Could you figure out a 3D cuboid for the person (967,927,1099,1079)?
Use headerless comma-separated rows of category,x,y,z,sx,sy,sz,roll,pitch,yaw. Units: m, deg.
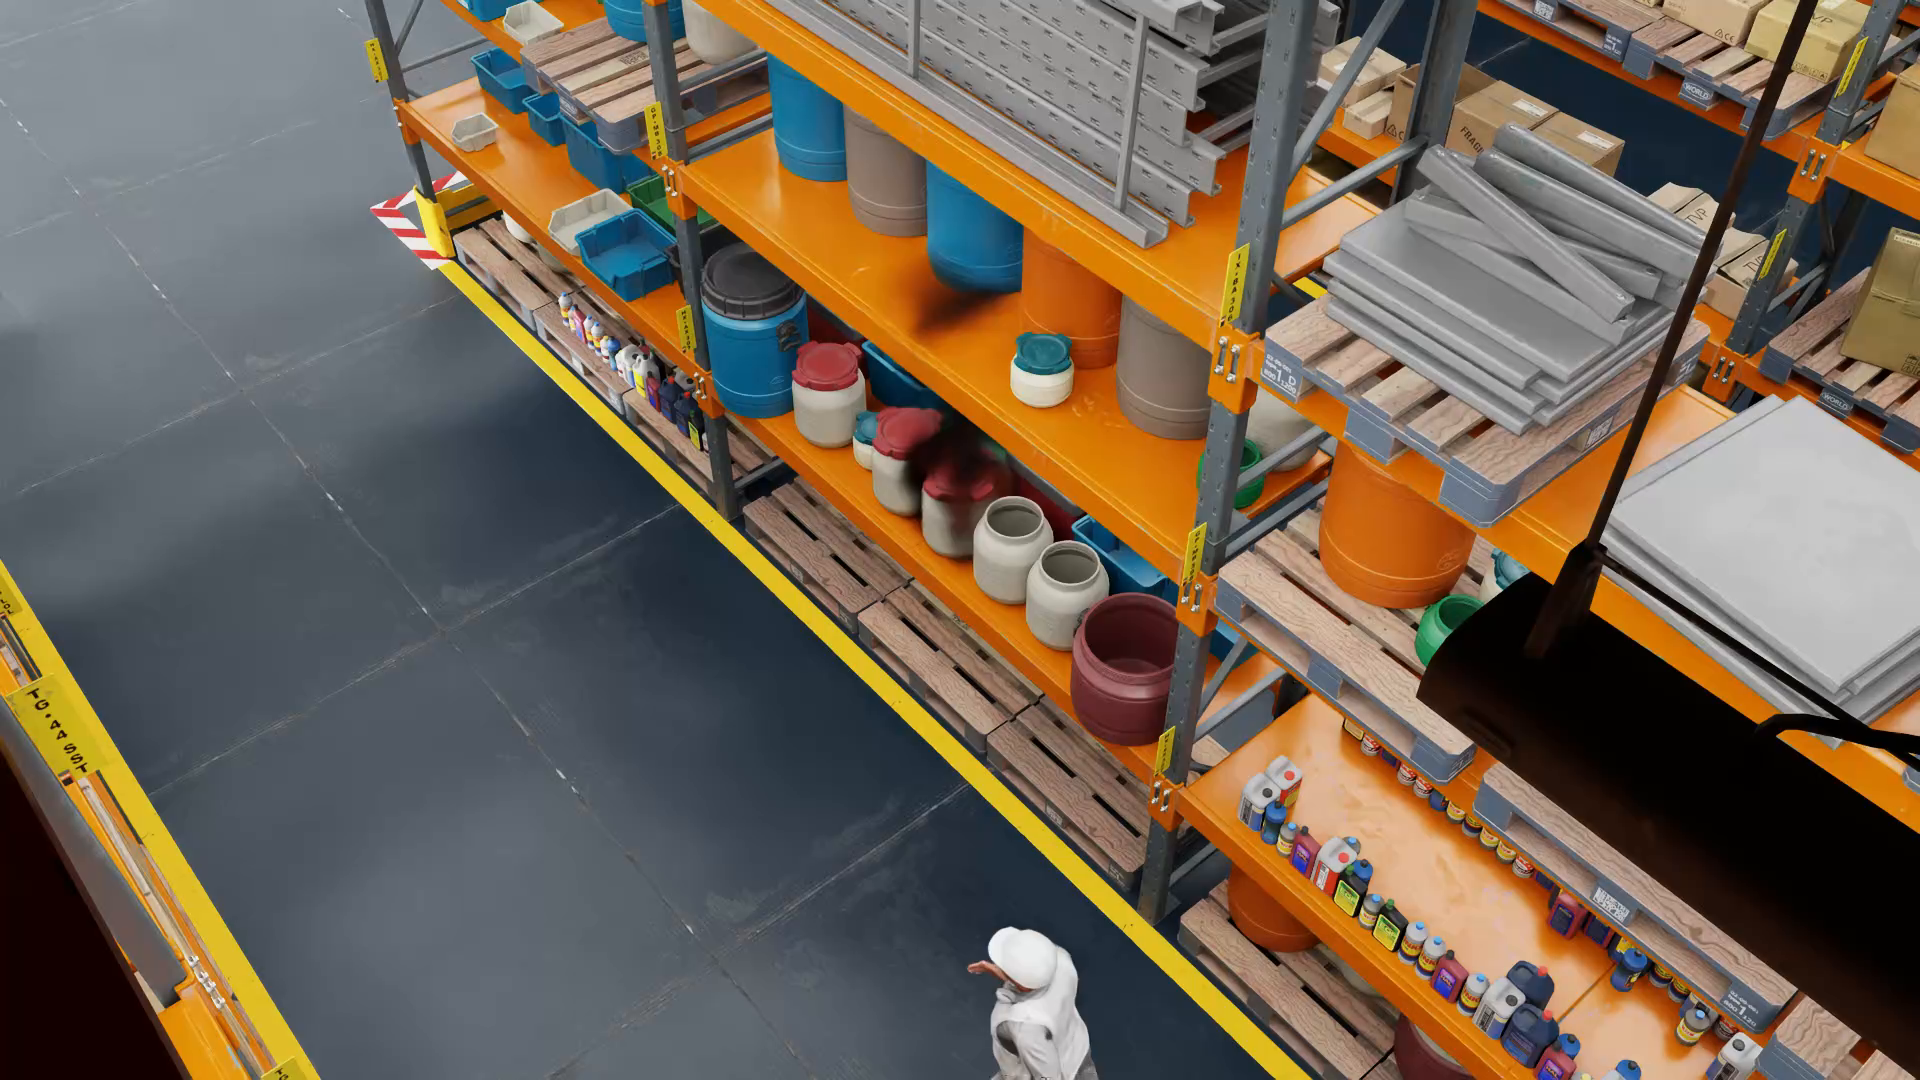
person,0.388,2.274,7.263,0.958,1.791,0.640,21,50,19
